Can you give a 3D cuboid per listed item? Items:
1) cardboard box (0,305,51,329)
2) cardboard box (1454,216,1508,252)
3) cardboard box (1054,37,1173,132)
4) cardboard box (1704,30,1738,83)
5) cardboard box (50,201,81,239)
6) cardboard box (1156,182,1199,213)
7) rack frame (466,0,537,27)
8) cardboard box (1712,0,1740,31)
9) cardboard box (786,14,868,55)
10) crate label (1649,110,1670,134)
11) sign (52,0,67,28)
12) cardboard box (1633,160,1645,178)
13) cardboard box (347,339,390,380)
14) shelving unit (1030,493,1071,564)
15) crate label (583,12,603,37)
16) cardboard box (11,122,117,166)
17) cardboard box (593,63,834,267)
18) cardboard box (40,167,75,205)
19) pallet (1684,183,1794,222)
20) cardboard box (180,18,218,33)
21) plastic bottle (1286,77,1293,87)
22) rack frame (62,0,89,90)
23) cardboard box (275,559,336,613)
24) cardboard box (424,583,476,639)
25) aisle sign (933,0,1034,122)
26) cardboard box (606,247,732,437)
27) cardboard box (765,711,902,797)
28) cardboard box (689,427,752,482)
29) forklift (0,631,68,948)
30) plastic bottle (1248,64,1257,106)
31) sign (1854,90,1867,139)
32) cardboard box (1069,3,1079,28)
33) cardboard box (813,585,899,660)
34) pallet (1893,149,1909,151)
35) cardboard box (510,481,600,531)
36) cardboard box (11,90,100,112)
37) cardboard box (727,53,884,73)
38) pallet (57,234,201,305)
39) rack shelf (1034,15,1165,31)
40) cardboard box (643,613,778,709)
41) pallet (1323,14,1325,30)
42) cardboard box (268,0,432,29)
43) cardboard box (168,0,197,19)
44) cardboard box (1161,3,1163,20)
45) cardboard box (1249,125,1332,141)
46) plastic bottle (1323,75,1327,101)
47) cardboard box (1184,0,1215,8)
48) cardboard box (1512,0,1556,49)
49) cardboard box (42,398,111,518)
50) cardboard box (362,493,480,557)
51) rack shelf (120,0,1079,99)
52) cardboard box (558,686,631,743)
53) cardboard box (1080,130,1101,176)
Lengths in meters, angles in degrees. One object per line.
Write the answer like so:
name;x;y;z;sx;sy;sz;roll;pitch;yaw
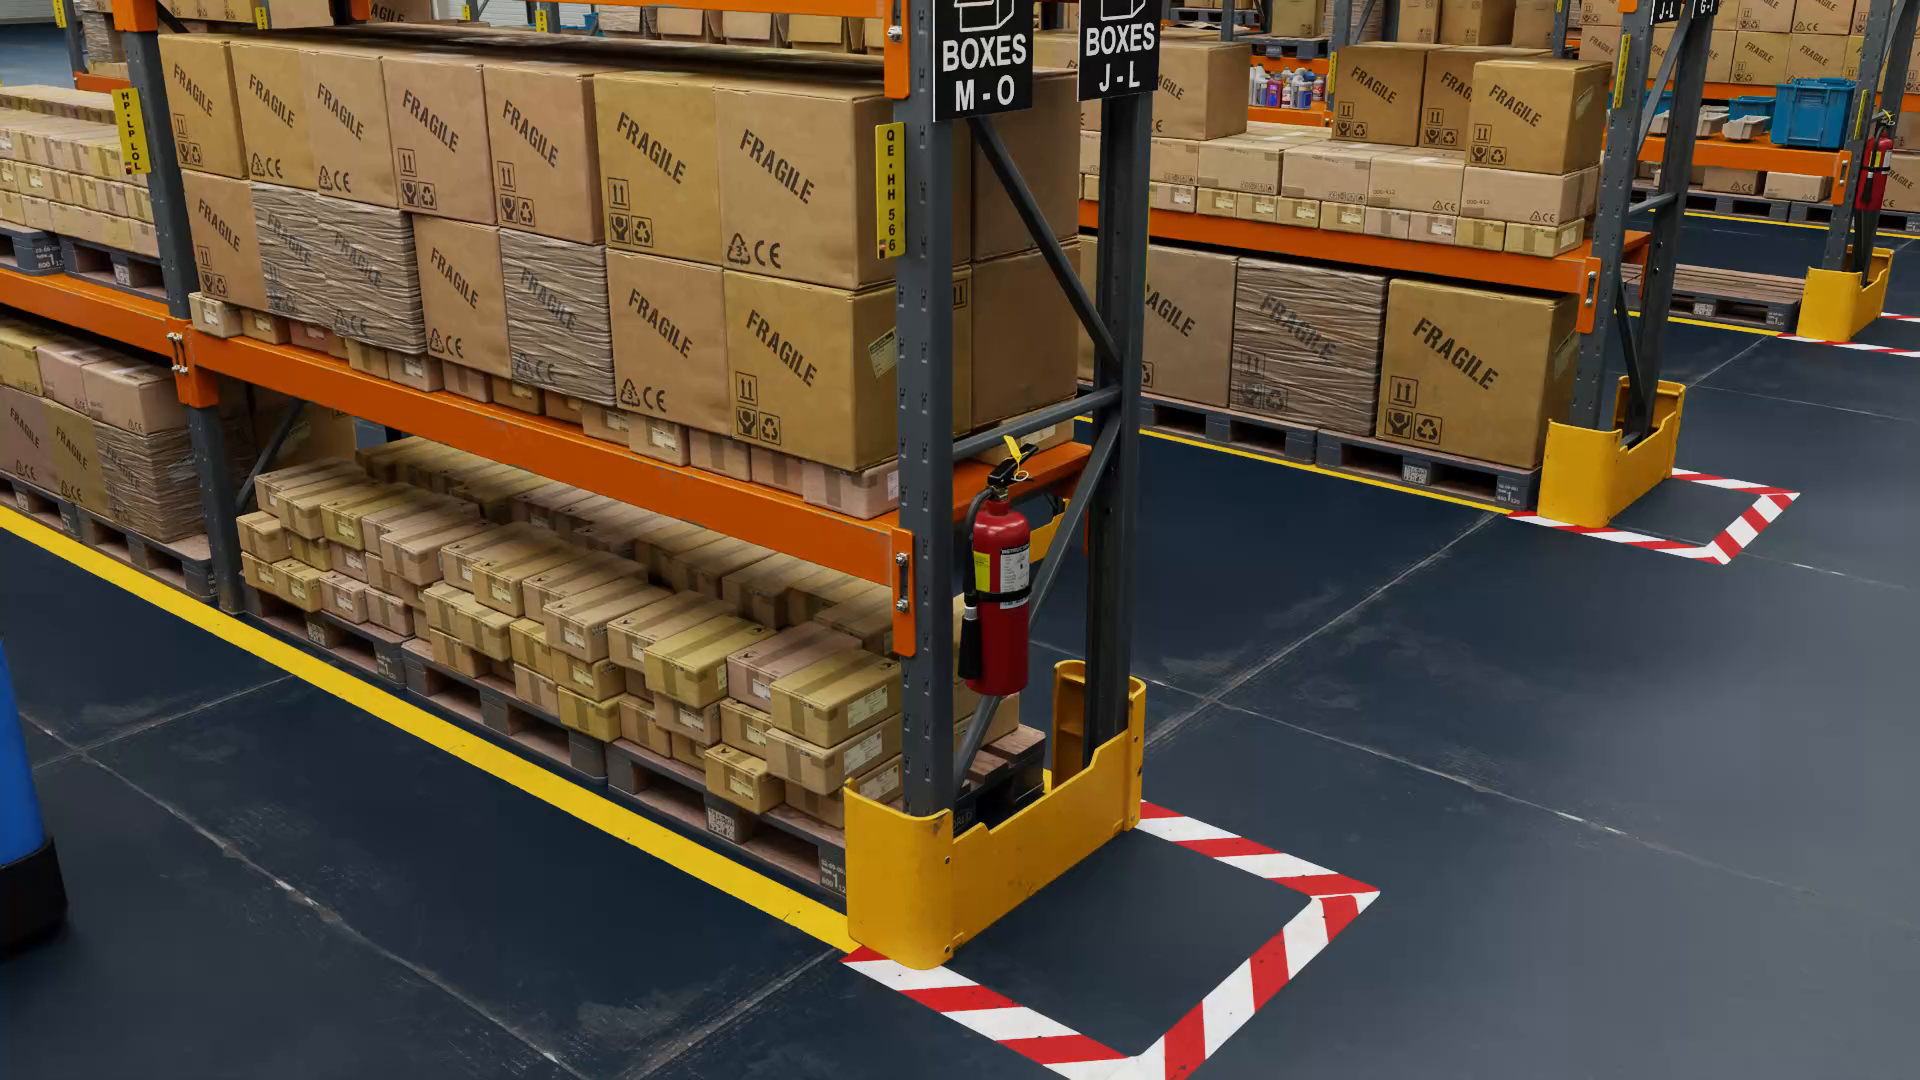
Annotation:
cardboard box;-4.853;-1.037;8.551;0.500;0.250;0.500;16;26;37
cardboard box;2.723;-1.584;8.474;0.250;0.149;0.380;16;26;37
cardboard box;0.897;-2.678;9.747;0.500;0.500;0.500;16;26;36
cardboard box;7.585;-4.887;16.735;0.500;0.500;0.500;16;26;36
cardboard box;-3.924;-1.497;7.648;0.250;0.149;0.380;15;25;34
cardboard box;1.334;-1.984;9.533;0.250;0.149;0.380;16;26;37
rack frame;-5.854;-6.578;21.361;0.127;3.000;1.000;16;26;36
cardboard box;7.562;-5.357;16.564;0.500;0.500;0.500;15;25;35
cardboard box;-0.714;-3.360;11.263;0.637;0.503;0.797;16;26;37
crate label;5.348;-3.170;12.611;0.243;0.136;0.396;16;26;36
sign;-9.329;-5.481;17.225;0.005;0.325;0.100;16;26;36
cardboard box;7.198;-4.241;18.082;0.500;0.500;0.500;16;26;36
cardboard box;-2.044;-0.725;6.195;0.250;0.149;0.380;17;26;37
shelving unit;-0.059;-0.719;7.949;1.083;1.500;0.587;16;26;36
crate label;-4.257;-6.258;20.462;0.616;0.435;0.502;16;26;36
cardboard box;-4.138;-1.839;7.713;0.250;0.149;0.380;15;25;35
cardboard box;-0.709;-1.122;4.913;0.500;0.500;0.500;15;25;35
cardboard box;-3.947;-1.641;7.608;0.250;0.149;0.380;15;25;35
pallet;8.058;-3.524;17.214;1.213;0.211;1.003;16;26;36
cardboard box;-7.013;-4.840;16.189;0.500;0.500;0.875;16;26;36
plastic bottle;2.977;-4.059;14.962;0.097;0.201;0.097;0;21;0
rack frame;-8.986;-5.224;17.771;0.127;3.000;1.000;16;26;36
cardboard box;-2.619;0.152;6.959;0.250;0.149;0.380;17;27;38
cardboard box;-1.800;0.232;6.326;0.250;0.149;0.380;16;26;36
aisle sign;0.062;-1.439;4.050;0.004;0.787;0.394;16;26;36
cardboard box;-0.712;-0.654;5.087;0.500;0.500;0.500;16;26;35
cardboard box;-0.394;0.637;5.251;0.250;0.149;0.380;15;25;35
cardboard box;-0.609;-0.317;5.113;0.250;0.149;0.380;16;26;36
forklift;-4.182;-0.349;4.941;3.031;2.935;1.130;14;25;33
plastic bottle;2.523;-3.994;14.577;0.185;0.351;0.144;16;26;36
sign;6.206;-2.931;11.458;0.005;0.325;0.100;16;26;36
cardboard box;1.760;-6.681;21.491;0.500;0.500;0.500;16;26;36
cardboard box;-0.286;0.299;5.725;0.250;0.149;0.380;17;26;37
pallet;11.196;-4.841;20.707;1.213;0.211;1.003;16;26;36
cardboard box;-1.623;-0.132;6.870;0.250;0.149;0.380;15;25;34
cardboard box;-4.937;-2.364;9.105;0.250;0.149;0.380;17;27;38
cardboard box;-0.380;-1.259;5.275;0.500;0.500;0.500;17;27;38
pallet;-3.404;-1.334;7.727;1.213;0.211;1.003;16;26;36
rack shelf;1.959;-8.504;27.486;4.000;0.370;1.077;16;26;36
cardboard box;-0.815;0.394;5.474;0.250;0.149;0.380;15;26;35
pallet;5.988;-7.542;24.188;1.003;0.211;1.213;16;26;36
cardboard box;-5.360;-4.594;14.653;1.000;1.000;1.000;16;26;37
cardboard box;-7.185;-5.234;15.816;0.500;0.500;0.500;16;26;36
cardboard box;2.950;-8.356;26.260;0.500;0.250;0.500;16;26;36
cardboard box;2.007;-2.247;9.666;0.500;0.250;0.500;15;26;35
plastic bottle;3.325;-4.075;14.887;0.133;0.283;0.061;16;26;36
cardboard box;3.881;-8.524;25.755;0.500;0.500;0.700;16;26;36
cardboard box;6.352;-5.664;18.201;0.500;0.500;0.700;7;22;18
cardboard box;-4.034;-0.451;8.062;0.500;0.500;0.500;15;26;35
cardboard box;-2.148;-0.049;6.648;0.250;0.149;0.380;15;25;35
rack shelf;-1.354;-1.834;5.550;4.000;0.370;1.077;16;26;36
cardboard box;-1.195;0.552;5.898;0.250;0.149;0.380;15;25;34
cardboard box;0.891;-2.327;9.880;0.500;0.250;0.500;16;26;36
